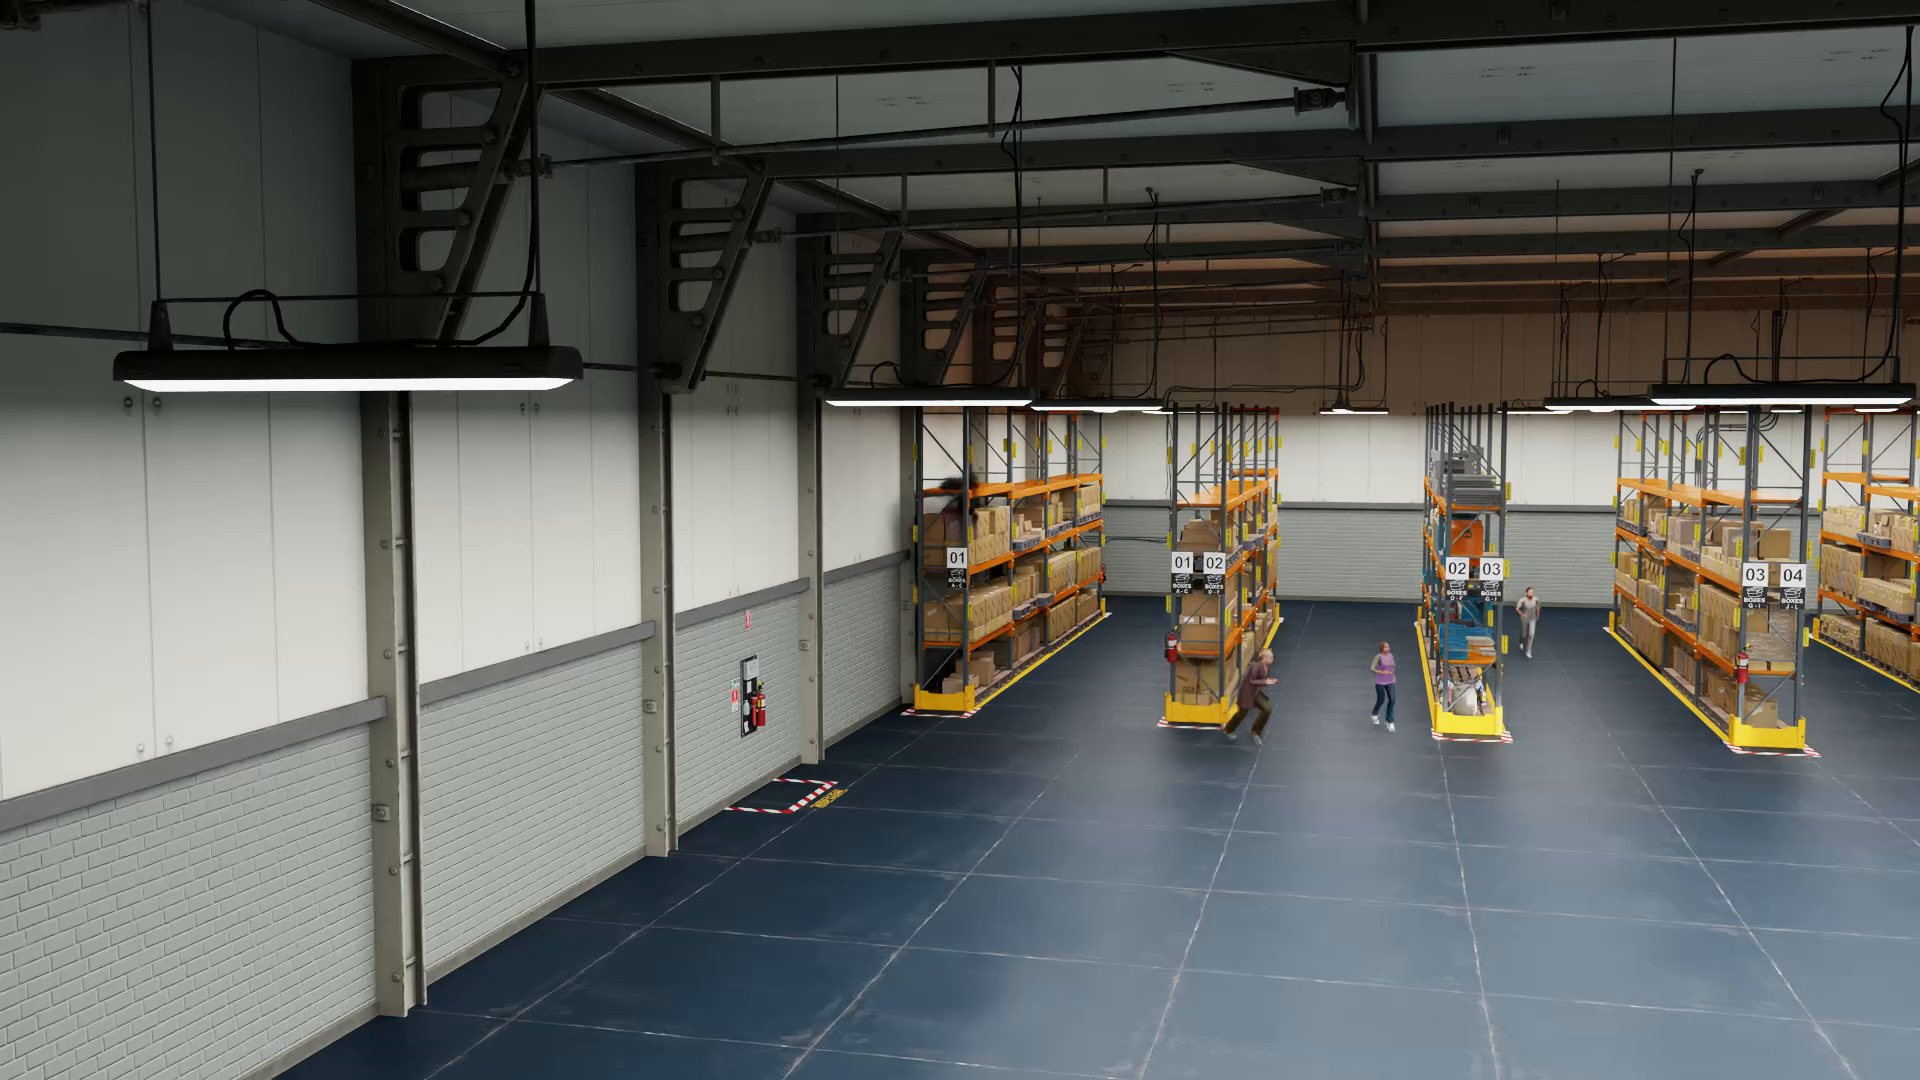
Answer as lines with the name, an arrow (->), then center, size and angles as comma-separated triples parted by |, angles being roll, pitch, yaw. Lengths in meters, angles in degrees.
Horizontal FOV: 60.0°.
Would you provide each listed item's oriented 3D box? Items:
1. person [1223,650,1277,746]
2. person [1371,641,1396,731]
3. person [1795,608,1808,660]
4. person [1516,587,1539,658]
person -> 5.101, 2.745, 29.137 | 1.068, 1.715, 0.747 | 3, 5, 38
person -> 7.781, 2.676, 30.604 | 0.566, 1.661, 0.704 | -1, 4, -15
person -> 19.610, 2.024, 39.110 | 0.594, 1.658, 0.616 | 1, 4, 16
person -> 13.644, 1.950, 39.958 | 0.588, 1.661, 0.955 | 0, 4, 2
